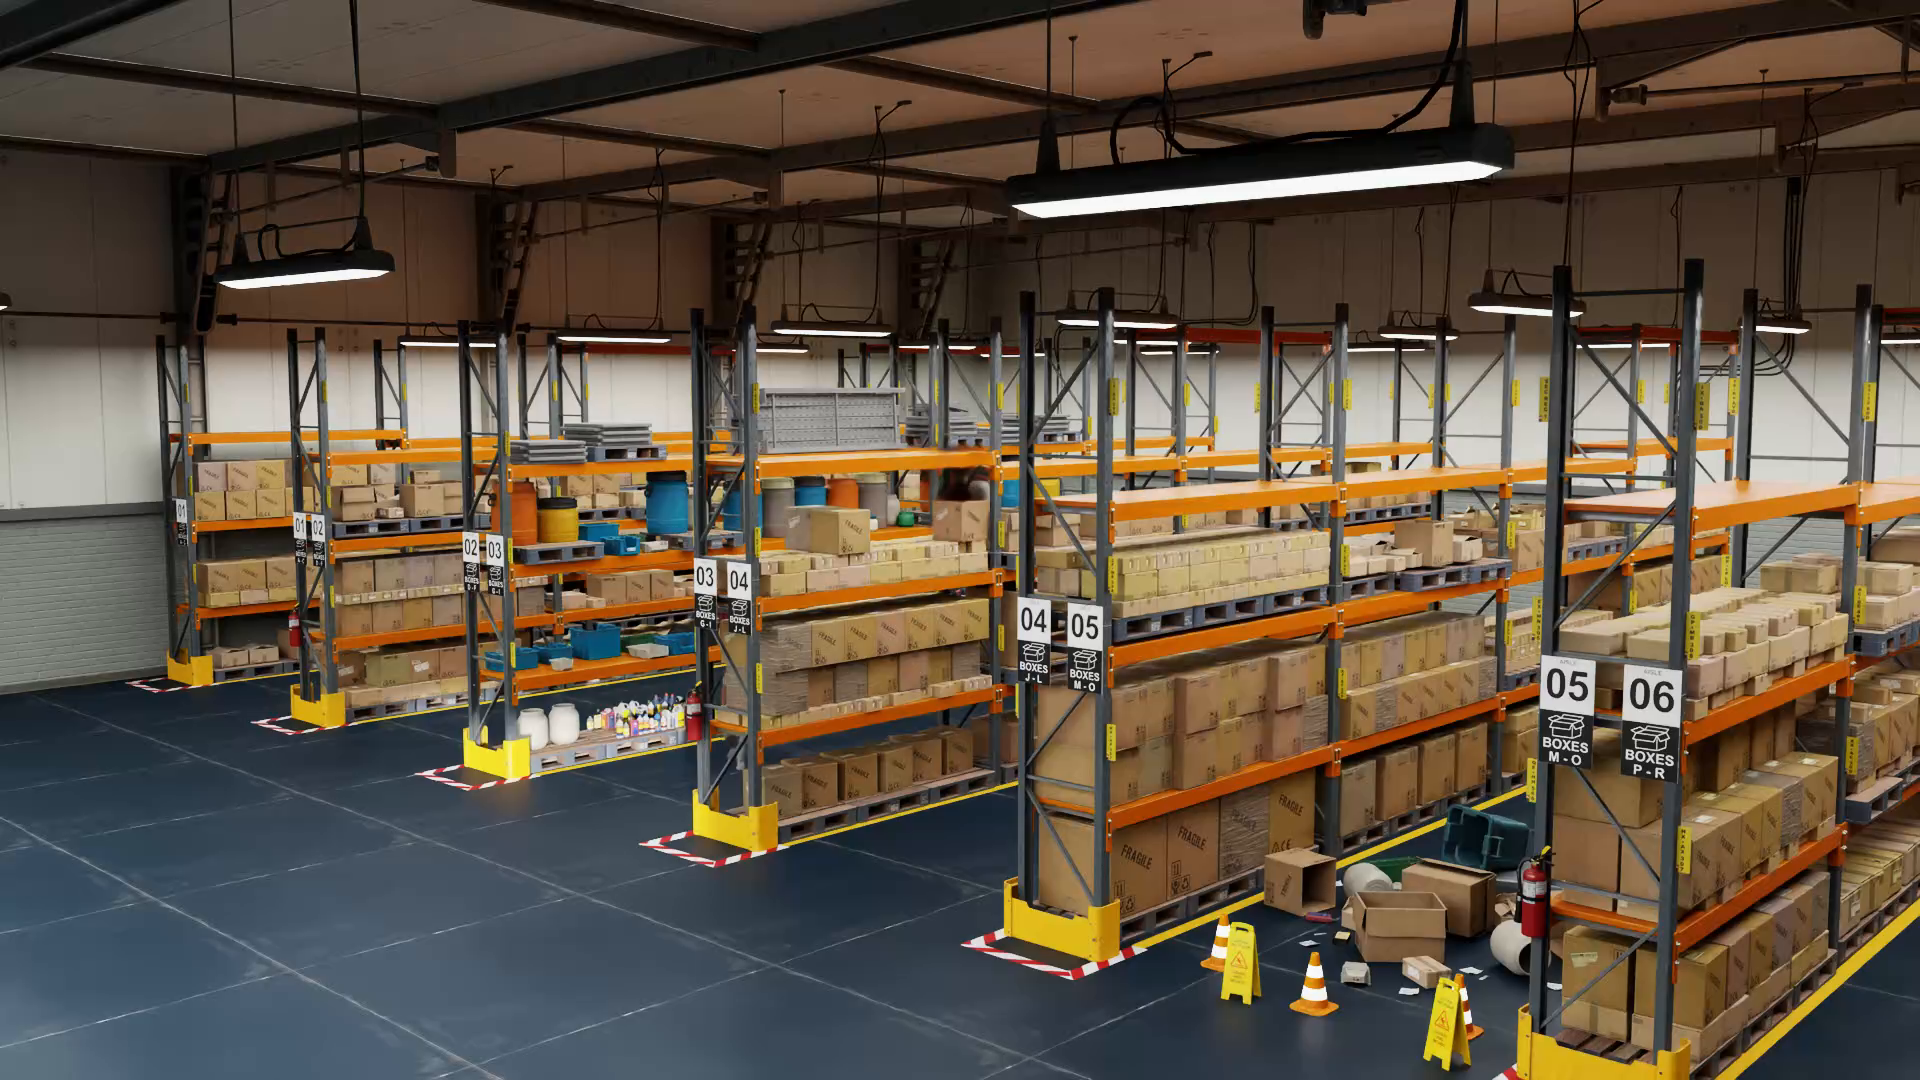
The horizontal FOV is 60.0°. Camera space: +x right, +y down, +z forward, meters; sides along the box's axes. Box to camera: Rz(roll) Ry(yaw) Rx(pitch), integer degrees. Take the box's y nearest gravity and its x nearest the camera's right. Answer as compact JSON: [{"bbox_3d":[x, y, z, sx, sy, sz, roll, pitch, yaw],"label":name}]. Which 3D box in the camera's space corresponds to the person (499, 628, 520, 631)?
[{"bbox_3d":[-8.289,1.520,30.266,0.465,1.634,0.563,0,5,2],"label":"person"}]

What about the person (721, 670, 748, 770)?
[{"bbox_3d":[-2.945,2.246,22.466,0.580,1.653,0.597,-1,5,-8],"label":"person"}]
